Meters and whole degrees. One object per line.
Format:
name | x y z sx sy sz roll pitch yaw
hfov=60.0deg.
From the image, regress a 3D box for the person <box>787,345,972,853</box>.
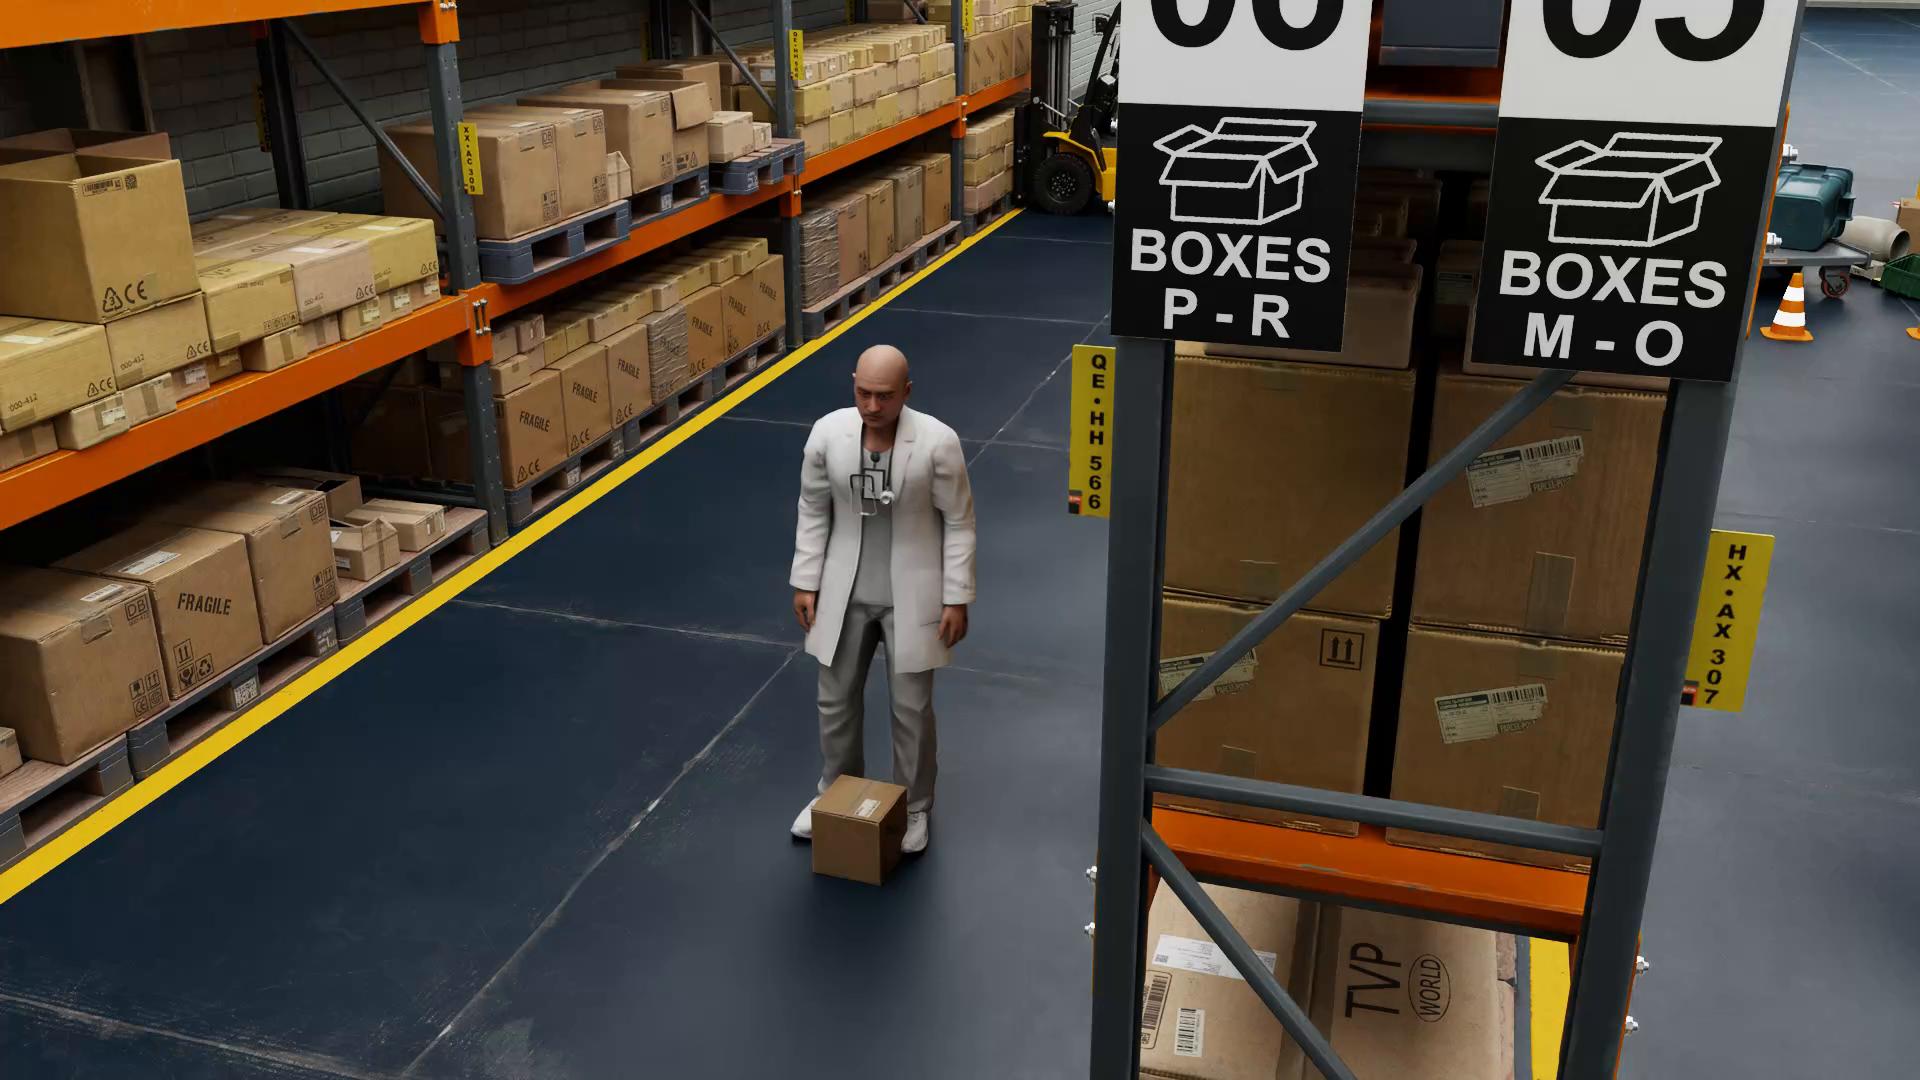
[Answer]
person | -0.275 0.192 5.623 0.646 1.774 0.418 6 22 15
